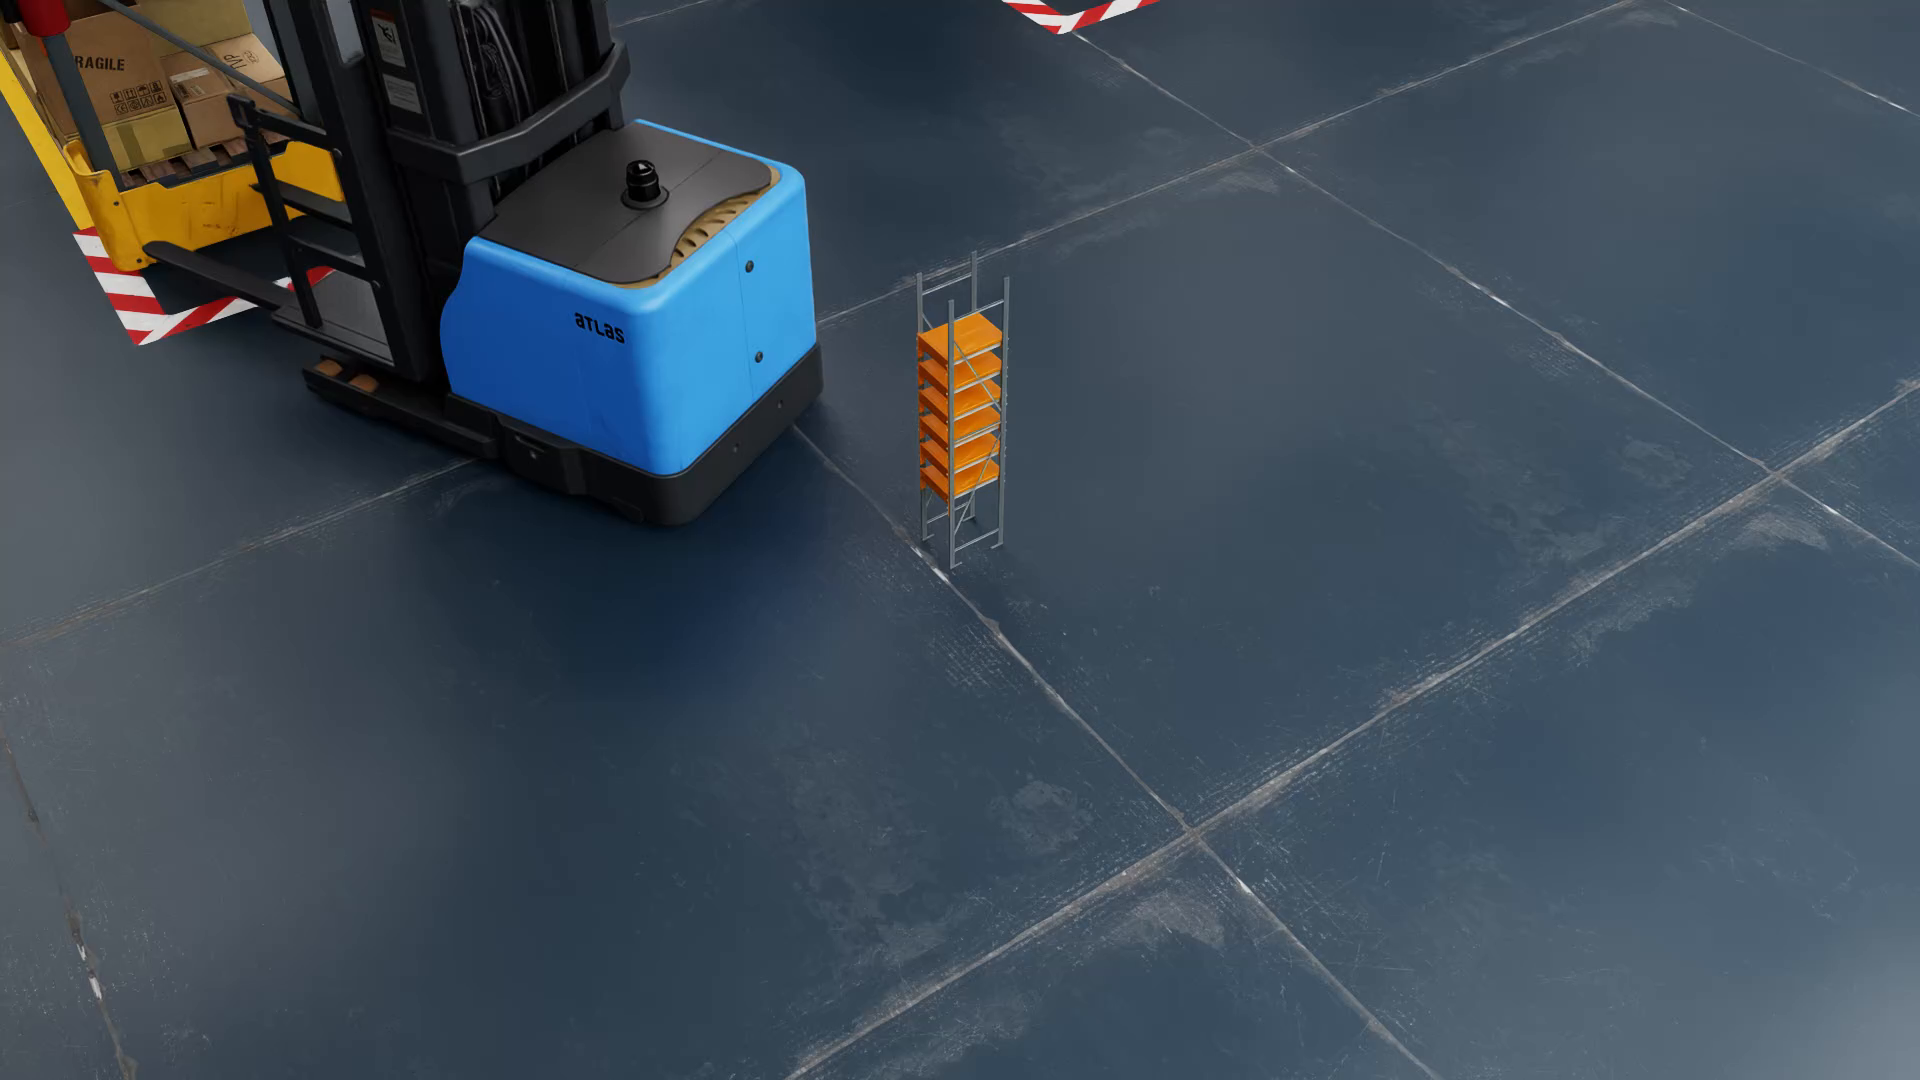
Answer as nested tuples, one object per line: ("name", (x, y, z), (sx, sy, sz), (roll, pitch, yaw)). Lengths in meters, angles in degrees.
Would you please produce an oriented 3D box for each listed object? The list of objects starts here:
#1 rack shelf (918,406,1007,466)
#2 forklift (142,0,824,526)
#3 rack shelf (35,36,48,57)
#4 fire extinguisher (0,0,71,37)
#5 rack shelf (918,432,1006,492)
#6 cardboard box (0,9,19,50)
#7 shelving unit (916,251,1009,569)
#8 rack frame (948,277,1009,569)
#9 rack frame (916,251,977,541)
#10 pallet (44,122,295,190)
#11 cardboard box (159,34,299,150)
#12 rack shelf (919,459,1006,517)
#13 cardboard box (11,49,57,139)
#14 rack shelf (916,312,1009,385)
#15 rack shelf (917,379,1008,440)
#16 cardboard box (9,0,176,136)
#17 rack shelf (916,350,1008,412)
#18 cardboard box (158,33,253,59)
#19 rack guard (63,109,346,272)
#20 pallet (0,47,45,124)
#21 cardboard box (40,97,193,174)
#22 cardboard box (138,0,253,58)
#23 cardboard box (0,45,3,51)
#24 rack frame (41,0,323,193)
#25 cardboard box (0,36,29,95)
("rack shelf", (0.008, -0.394, 5.858), (0.258, 0.103, 0.180), (-26, 49, -24))
("forklift", (-2.096, -1.863, 6.079), (3.031, 2.935, 1.130), (21, 48, 21))
("rack shelf", (-4.565, -3.494, 8.259), (1.077, 0.370, 4.000), (-26, 49, -24))
("fire extinguisher", (-3.735, -2.343, 6.588), (0.296, 0.674, 0.183), (-26, 49, -24))
("rack shelf", (0.008, -0.307, 5.941), (0.258, 0.103, 0.180), (-26, 49, -24))
("cardboard box", (-4.556, -2.797, 8.151), (0.500, 0.500, 0.500), (-26, 49, -24))
("shelving unit", (0.008, -0.426, 5.827), (0.258, 1.200, 0.189), (-26, 49, -24))
("rack frame", (0.061, -0.374, 5.773), (0.240, 1.200, 0.006), (-26, 49, -24))
("rack frame", (-0.044, -0.478, 5.881), (0.240, 1.200, 0.006), (-26, 49, -24))
("pallet", (-3.893, -2.030, 8.223), (1.003, 0.211, 1.213), (-26, 49, -24))
("cardboard box", (-3.545, -2.170, 8.038), (0.500, 0.250, 0.500), (-26, 49, -24))
("rack shelf", (0.008, -0.220, 6.024), (0.258, 0.103, 0.180), (-26, 49, -24))
("cardboard box", (-4.266, -2.244, 8.116), (0.500, 0.250, 0.500), (-26, 49, -24))
("rack shelf", (0.008, -0.654, 5.609), (0.258, 0.103, 0.180), (-26, 49, -24))
("rack shelf", (0.008, -0.480, 5.775), (0.258, 0.103, 0.180), (-26, 49, -24))
("cardboard box", (-3.972, -2.236, 7.564), (0.500, 0.500, 0.500), (-26, 49, -24))
("rack shelf", (0.008, -0.567, 5.692), (0.258, 0.103, 0.180), (-26, 49, -24))
("cardboard box", (-3.835, -2.452, 8.334), (0.500, 0.250, 0.500), (-26, 49, -24))
("rack guard", (-3.407, -1.704, 7.673), (1.175, 0.500, 0.348), (-26, 49, -24))
("pallet", (-4.587, -2.720, 8.946), (1.003, 0.211, 1.213), (-26, 49, -24))
("cardboard box", (-3.970, -1.966, 7.824), (0.500, 0.250, 0.500), (-26, 49, -24))
("cardboard box", (-3.833, -2.724, 8.075), (0.500, 0.500, 0.500), (-26, 49, -24))
("cardboard box", (-4.838, -2.811, 8.709), (0.500, 0.250, 0.500), (-26, 49, -24))
("rack frame", (-3.421, -2.622, 6.824), (1.000, 3.000, 0.127), (-26, 49, -24))
("cardboard box", (-4.554, -2.527, 8.412), (0.500, 0.250, 0.500), (-26, 49, -24))
